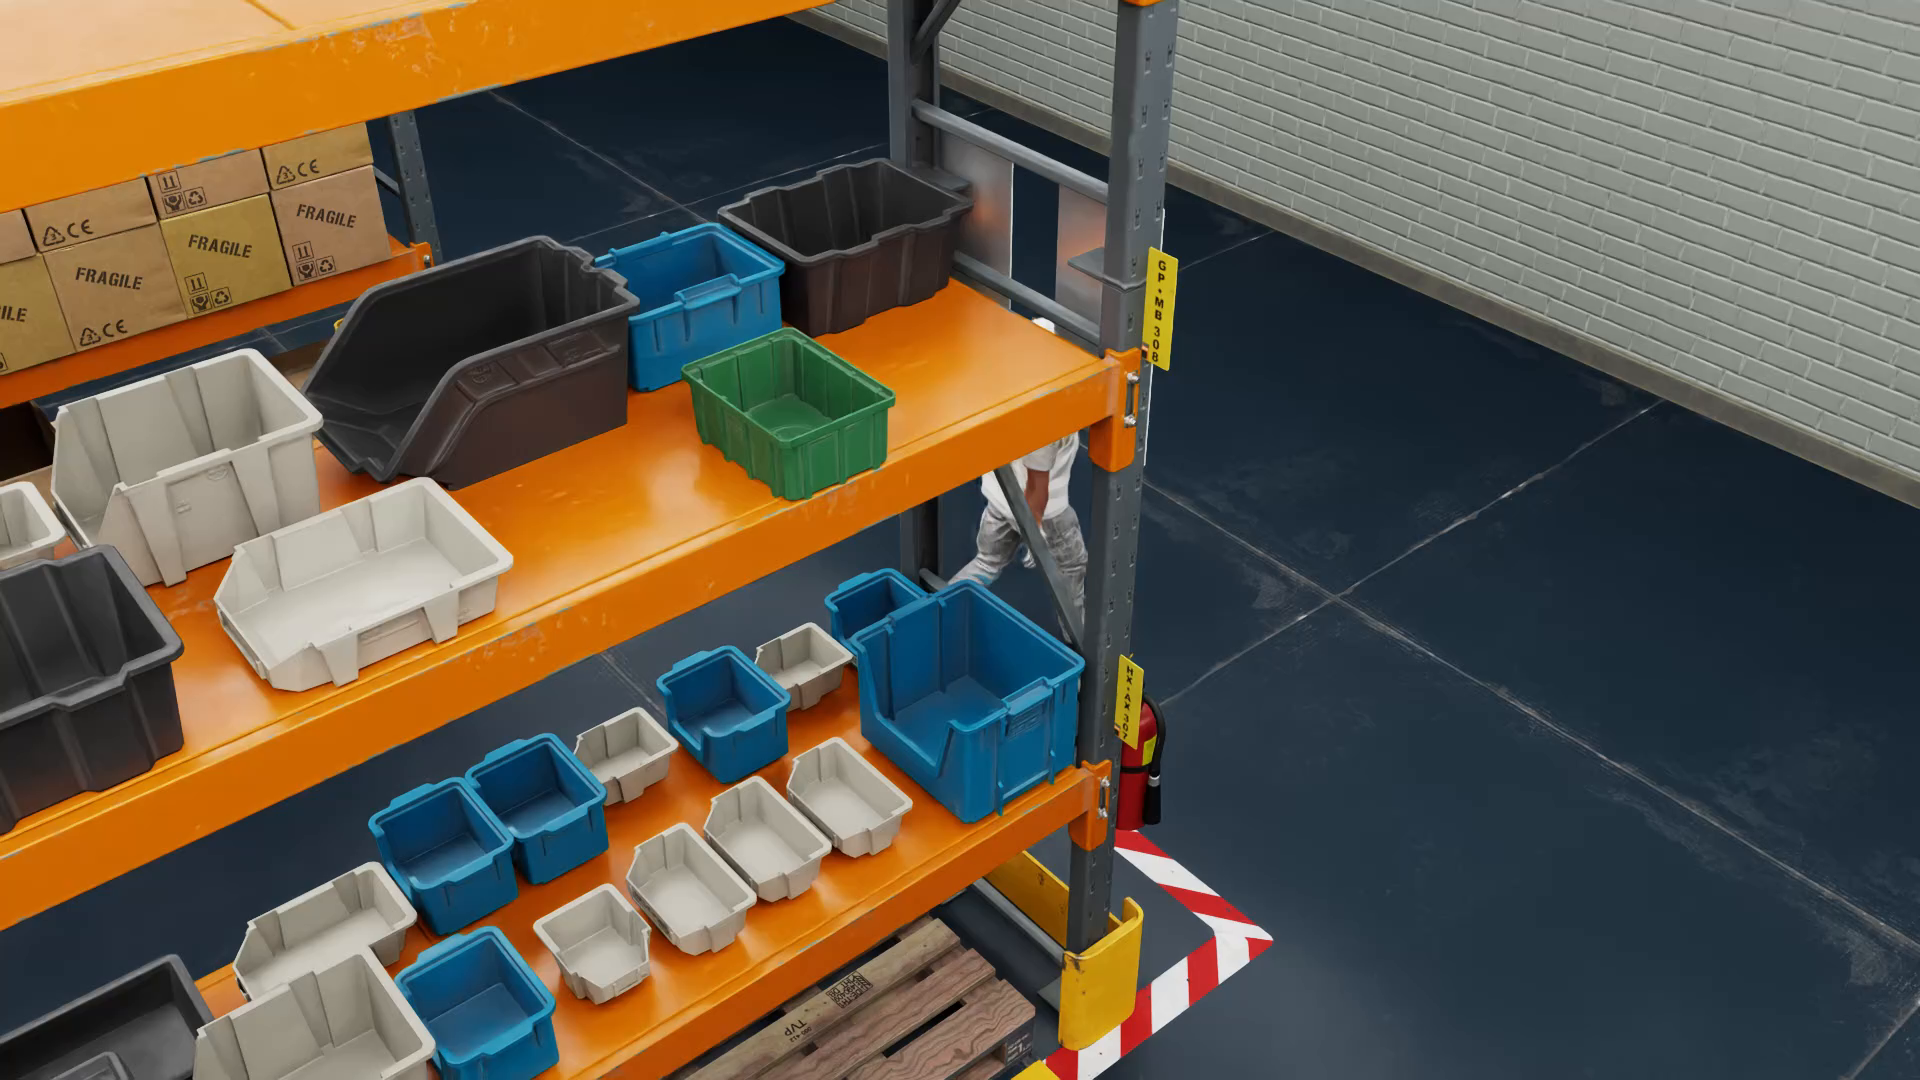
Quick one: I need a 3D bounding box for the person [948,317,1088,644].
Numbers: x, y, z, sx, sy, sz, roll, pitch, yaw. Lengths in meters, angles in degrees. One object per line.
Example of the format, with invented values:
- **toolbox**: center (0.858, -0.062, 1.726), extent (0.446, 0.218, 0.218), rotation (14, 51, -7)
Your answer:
- **person**: center (0.271, -0.197, 7.349), extent (1.044, 1.745, 0.583), rotation (-17, 39, -22)
